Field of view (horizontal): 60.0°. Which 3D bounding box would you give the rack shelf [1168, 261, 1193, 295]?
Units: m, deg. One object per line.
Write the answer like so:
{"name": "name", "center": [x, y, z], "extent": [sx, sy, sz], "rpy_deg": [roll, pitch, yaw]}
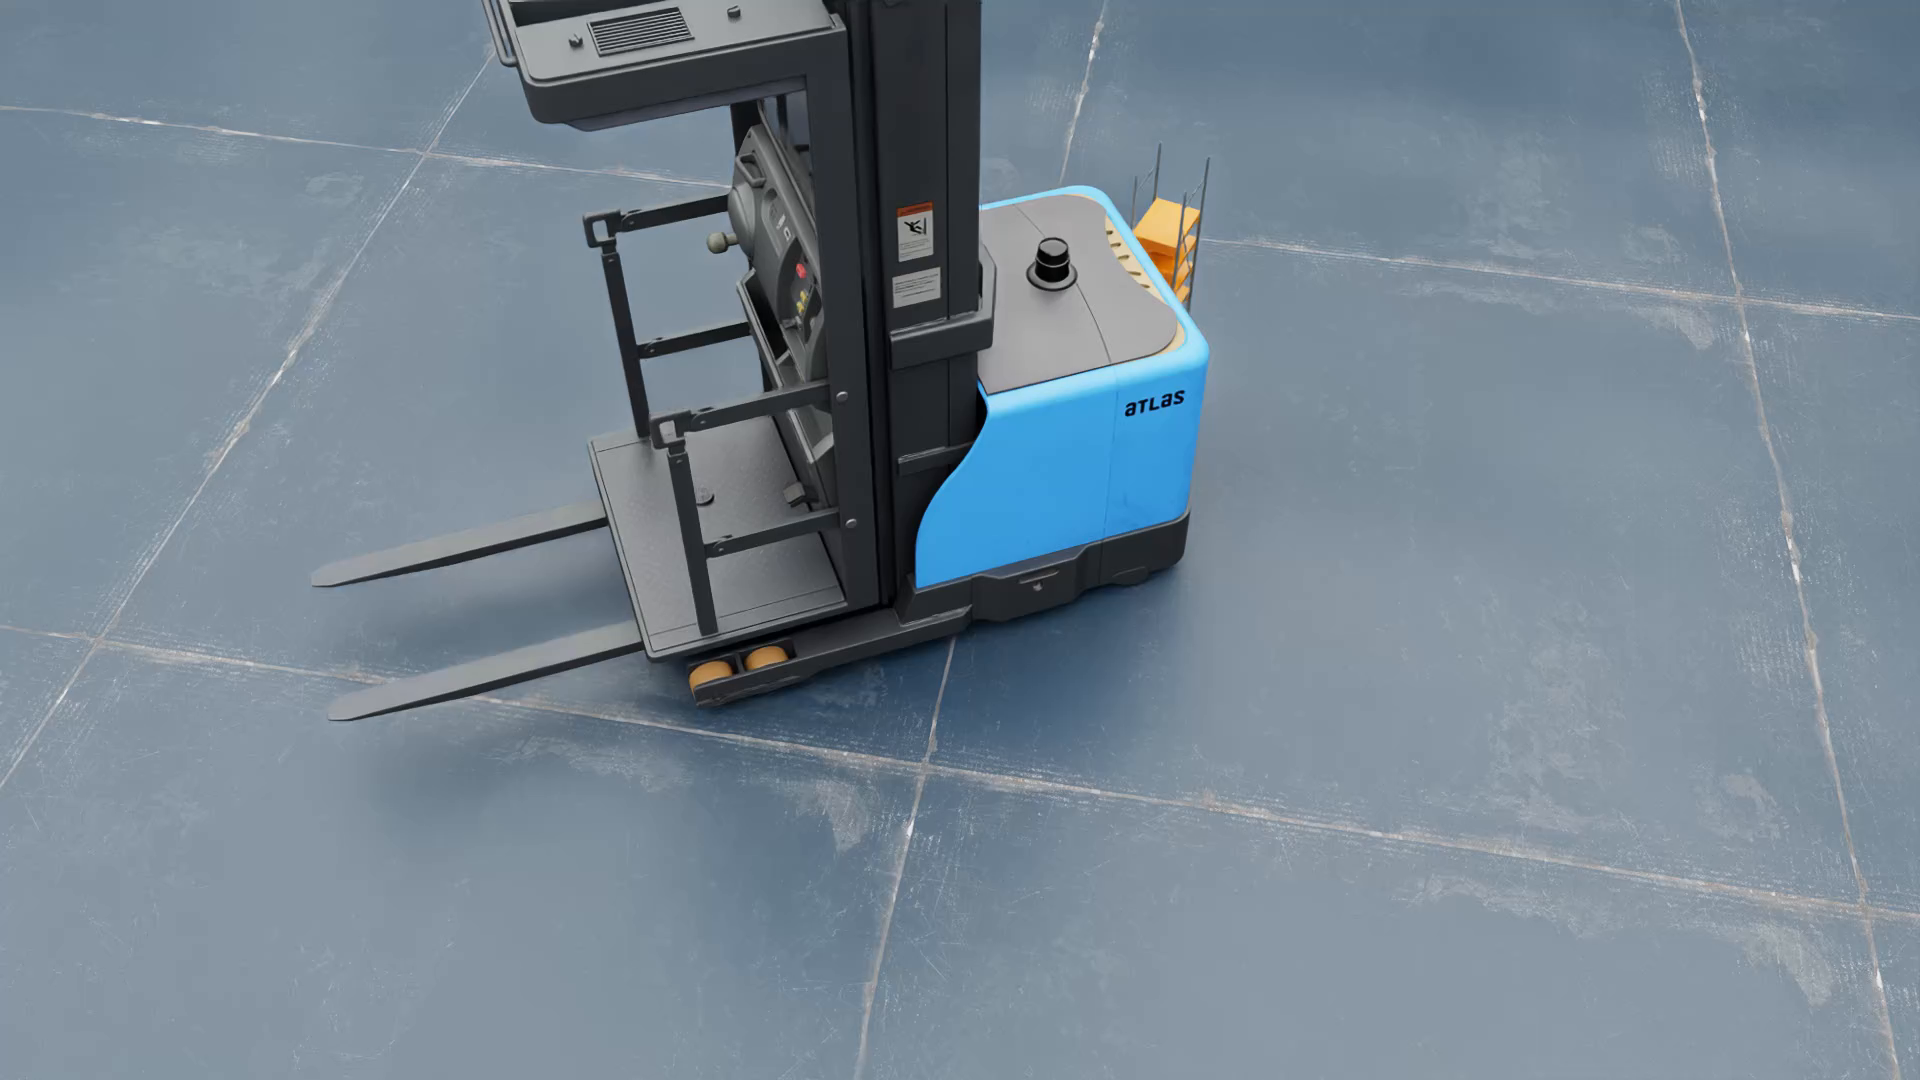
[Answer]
{"name": "rack shelf", "center": [0.743, -0.954, 6.199], "extent": [0.180, 0.103, 0.258], "rpy_deg": [21, 51, 18]}

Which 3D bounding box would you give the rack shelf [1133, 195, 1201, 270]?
{"name": "rack shelf", "center": [0.743, -1.114, 6.020], "extent": [0.180, 0.103, 0.258], "rpy_deg": [21, 51, 18]}

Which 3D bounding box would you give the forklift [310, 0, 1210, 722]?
{"name": "forklift", "center": [-0.745, -0.851, 5.044], "extent": [3.031, 2.935, 1.130], "rpy_deg": [-15, 50, -13]}

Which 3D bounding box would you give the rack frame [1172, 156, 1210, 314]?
{"name": "rack frame", "center": [0.824, -0.872, 6.227], "extent": [0.006, 1.200, 0.240], "rpy_deg": [21, 51, 18]}

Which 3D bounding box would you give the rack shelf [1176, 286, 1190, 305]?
{"name": "rack shelf", "center": [0.743, -0.874, 6.288], "extent": [0.180, 0.103, 0.258], "rpy_deg": [21, 51, 18]}

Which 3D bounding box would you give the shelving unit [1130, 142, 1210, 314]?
{"name": "shelving unit", "center": [0.743, -0.903, 6.255], "extent": [0.189, 1.200, 0.258], "rpy_deg": [21, 51, 18]}

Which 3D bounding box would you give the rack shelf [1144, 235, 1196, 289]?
{"name": "rack shelf", "center": [0.743, -1.034, 6.110], "extent": [0.180, 0.103, 0.258], "rpy_deg": [21, 51, 18]}

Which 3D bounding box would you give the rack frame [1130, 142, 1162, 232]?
{"name": "rack frame", "center": [0.661, -0.934, 6.283], "extent": [0.006, 1.200, 0.240], "rpy_deg": [21, 51, 18]}
